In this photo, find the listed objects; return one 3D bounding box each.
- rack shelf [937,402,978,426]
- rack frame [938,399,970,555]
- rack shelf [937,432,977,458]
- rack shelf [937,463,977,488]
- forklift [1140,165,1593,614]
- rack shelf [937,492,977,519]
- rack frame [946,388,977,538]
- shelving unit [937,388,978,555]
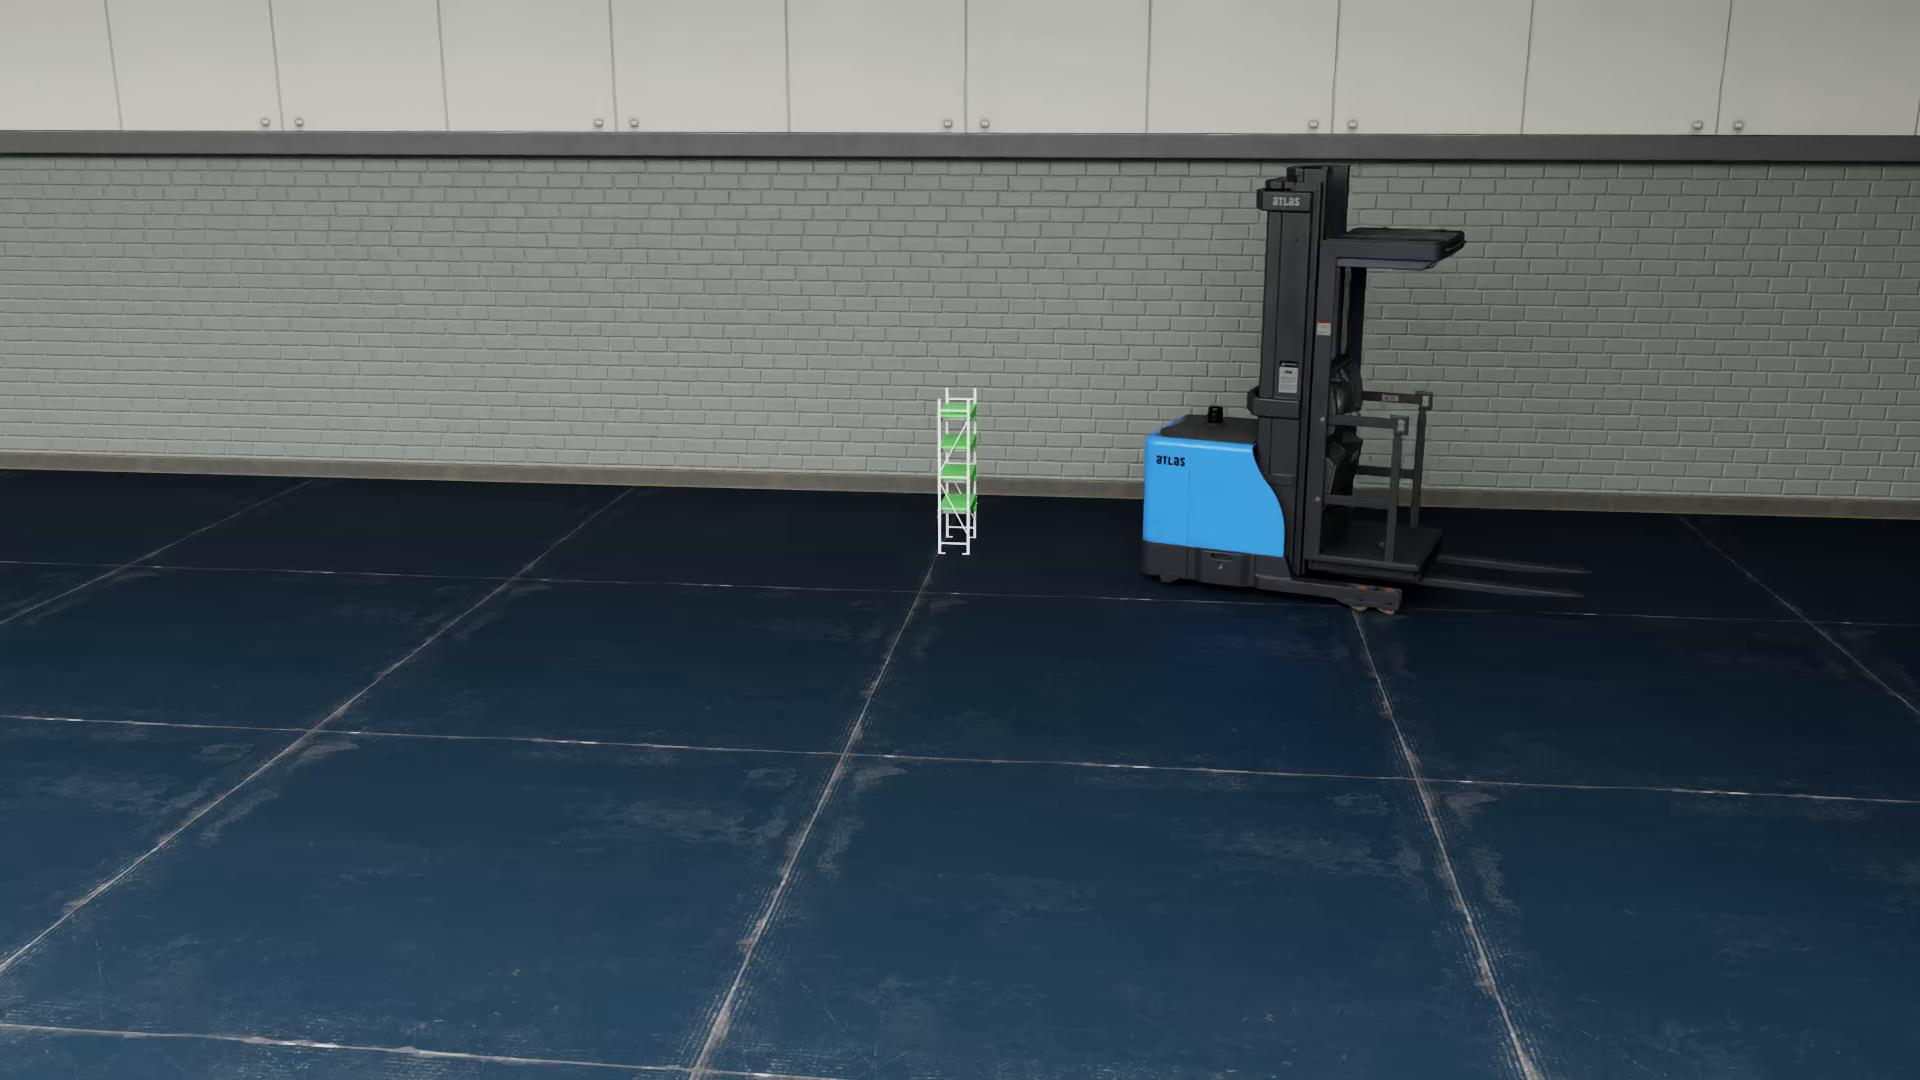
[{"bbox_3d":[-0.019,-0.938,12.738,0.258,0.148,0.480,2,15,6],"label":"rack shelf"},{"bbox_3d":[-0.046,-0.473,12.613,0.240,1.200,0.015,2,15,6],"label":"rack frame"},{"bbox_3d":[-0.019,-0.706,12.801,0.258,0.148,0.480,2,15,6],"label":"rack shelf"},{"bbox_3d":[-0.019,-0.475,12.863,0.258,0.148,0.480,2,15,6],"label":"rack shelf"},{"bbox_3d":[2.865,-1.070,11.502,3.031,2.935,1.130,7,17,23],"label":"forklift"},{"bbox_3d":[-0.019,-0.243,12.926,0.258,0.148,0.480,2,15,6],"label":"rack shelf"},{"bbox_3d":[0.009,-0.600,13.081,0.240,1.200,0.015,2,15,6],"label":"rack frame"},{"bbox_3d":[-0.019,-0.536,12.847,0.258,1.200,0.503,2,15,6],"label":"shelving unit"}]
